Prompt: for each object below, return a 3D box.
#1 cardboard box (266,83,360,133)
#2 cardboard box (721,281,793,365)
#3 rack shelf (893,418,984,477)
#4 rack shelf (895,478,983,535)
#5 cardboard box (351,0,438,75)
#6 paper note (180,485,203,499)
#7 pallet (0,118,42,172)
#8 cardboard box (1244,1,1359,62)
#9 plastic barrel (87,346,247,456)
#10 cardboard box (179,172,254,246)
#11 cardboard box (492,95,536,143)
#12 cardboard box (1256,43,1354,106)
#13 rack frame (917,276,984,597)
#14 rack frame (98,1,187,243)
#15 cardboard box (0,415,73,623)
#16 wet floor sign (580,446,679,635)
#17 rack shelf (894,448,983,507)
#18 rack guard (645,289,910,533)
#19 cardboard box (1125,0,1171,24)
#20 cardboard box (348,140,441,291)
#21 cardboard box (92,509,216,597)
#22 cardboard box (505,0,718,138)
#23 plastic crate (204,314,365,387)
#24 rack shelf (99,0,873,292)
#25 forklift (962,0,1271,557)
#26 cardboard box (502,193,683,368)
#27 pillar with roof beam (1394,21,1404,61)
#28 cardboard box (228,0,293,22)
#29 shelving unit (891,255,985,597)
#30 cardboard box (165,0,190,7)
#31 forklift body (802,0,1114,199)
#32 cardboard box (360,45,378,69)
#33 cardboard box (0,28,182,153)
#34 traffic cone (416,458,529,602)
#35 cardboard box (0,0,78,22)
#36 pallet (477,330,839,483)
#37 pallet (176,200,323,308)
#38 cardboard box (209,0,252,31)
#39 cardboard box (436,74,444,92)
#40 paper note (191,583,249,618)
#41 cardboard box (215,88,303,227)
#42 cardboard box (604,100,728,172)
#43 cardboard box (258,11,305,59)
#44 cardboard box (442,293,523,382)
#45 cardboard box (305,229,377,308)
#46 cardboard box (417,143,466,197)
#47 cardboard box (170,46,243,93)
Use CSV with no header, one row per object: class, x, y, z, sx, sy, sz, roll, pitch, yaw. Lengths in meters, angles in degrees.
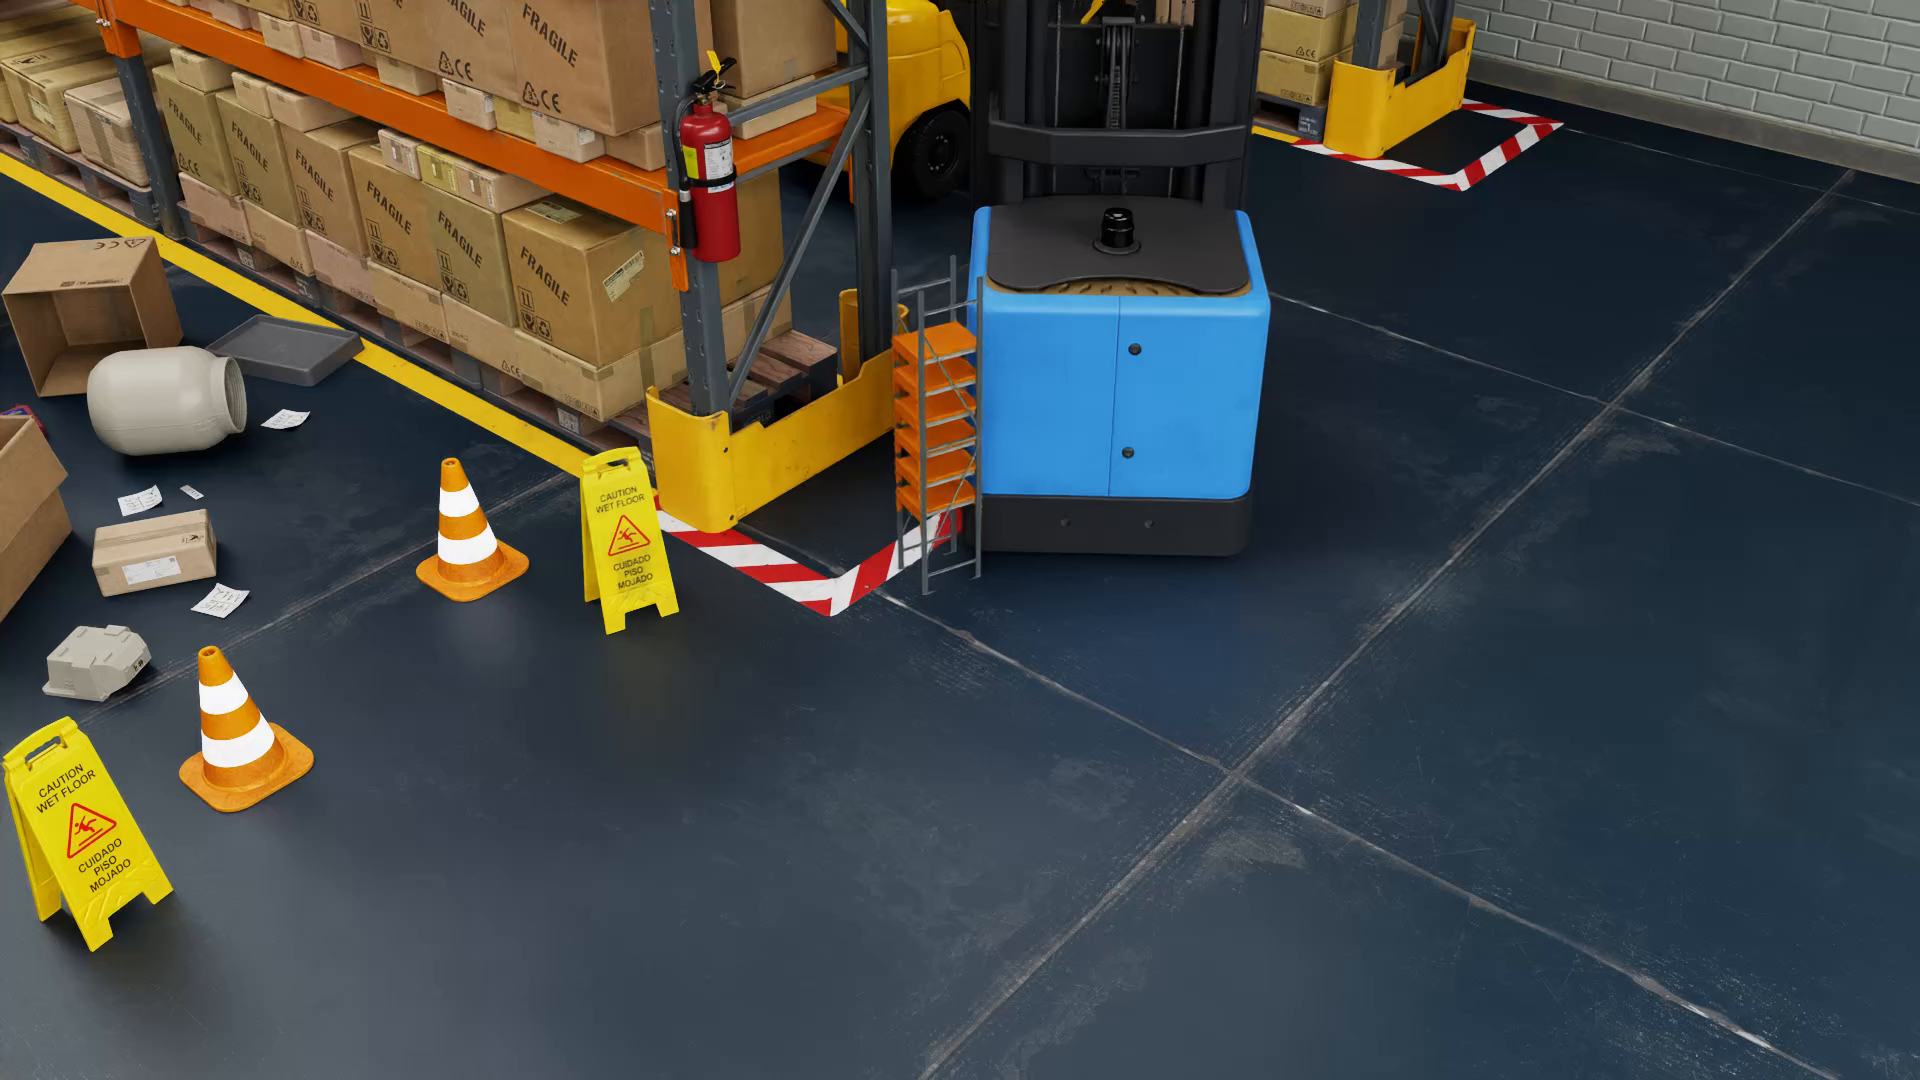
cardboard box,-2.759,-1.916,7.212,0.250,0.149,0.380,28,43,34
cardboard box,-1.071,-0.987,7.096,0.500,0.250,0.500,25,42,31
rack shelf,-0.075,-0.334,5.755,0.258,0.103,0.180,-18,38,-24
rack shelf,-0.075,-0.136,5.891,0.258,0.103,0.180,-18,38,-24
cardboard box,-1.986,-2.142,6.368,0.500,0.500,0.500,25,42,32
paper note,-3.010,-0.187,6.514,0.123,0.001,0.032,25,42,32
pallet,-5.243,-2.557,9.787,1.213,0.211,1.003,25,42,32
cardboard box,1.971,-2.982,9.559,0.500,0.250,0.500,25,41,31
plastic barrel,-3.184,-0.562,6.695,0.512,0.421,0.421,-6,35,-8
cardboard box,-3.422,-1.692,8.122,0.500,0.250,0.500,23,41,30
cardboard box,-1.501,-1.619,6.180,0.250,0.149,0.380,24,41,31
cardboard box,1.982,-2.768,9.689,0.500,0.250,0.500,26,42,32
rack frame,-0.030,-0.326,5.664,0.240,1.200,0.006,-18,38,-24
rack frame,-3.702,-2.984,7.945,0.127,3.000,1.000,25,42,32
cardboard box,-3.598,-0.041,5.865,0.637,0.503,0.797,0,34,0
wet floor sign,-1.167,-0.030,5.724,0.267,0.644,0.232,-18,38,-25
rack shelf,-0.075,-0.235,5.823,0.258,0.103,0.180,-18,38,-24
rack guard,-0.687,-0.532,6.583,0.348,0.500,1.175,25,42,32
cardboard box,1.182,-3.346,10.089,0.500,0.250,0.500,24,41,31
cardboard box,-2.197,-1.434,7.084,0.500,0.500,0.500,24,41,31
cardboard box,-2.927,0.045,6.054,0.380,0.149,0.250,-12,36,-17
cardboard box,-1.222,-1.775,5.835,0.500,0.500,0.500,24,41,31
plastic crate,-3.020,-0.855,7.424,0.583,0.080,0.402,12,36,16
rack shelf,-2.165,-1.963,7.094,4.000,0.370,1.077,25,42,32
forklift,0.590,-1.954,6.507,1.130,2.935,3.031,1,35,2
cardboard box,-1.411,-1.060,6.540,0.500,0.500,0.500,26,42,32
pillar with roof beam,-0.168,-4.940,5.495,0.400,9.000,9.100,25,42,32
cardboard box,-2.764,-2.508,6.901,0.500,0.500,0.500,25,42,31
shelving unit,-0.075,-0.371,5.730,0.258,1.200,0.189,-18,38,-24
cardboard box,-3.438,-2.558,7.546,0.250,0.149,0.380,27,43,33
forklift body,-0.080,-3.239,9.067,1.214,2.155,2.313,25,42,32
cardboard box,-2.215,-2.036,6.787,0.250,0.149,0.380,25,42,32
cardboard box,-4.662,-2.521,9.222,0.625,0.372,0.950,28,43,34
traffic cone,-1.784,-0.084,5.963,0.334,0.463,0.336,25,42,32
cardboard box,-5.776,-3.050,9.991,0.625,0.372,0.950,24,41,31
pallet,-1.288,-0.723,7.116,1.213,0.211,1.003,25,42,32
pallet,-3.163,-1.606,8.403,1.213,0.211,1.003,25,42,32
cardboard box,-3.047,-2.370,7.273,0.250,0.149,0.380,27,43,33
cardboard box,-1.826,-1.853,6.521,0.250,0.149,0.380,26,42,32
paper note,-2.628,0.213,5.913,0.142,0.019,0.148,12,36,16
cardboard box,-3.003,-1.813,7.635,0.500,0.500,0.500,27,43,34
cardboard box,-1.052,-1.474,5.968,0.250,0.149,0.380,27,43,33
cardboard box,-2.688,-2.159,6.966,0.250,0.149,0.380,25,42,32
cardboard box,-1.815,-0.941,7.029,0.500,0.250,0.500,25,42,32
cardboard box,-2.595,-1.313,7.570,0.500,0.250,0.500,25,41,31
cardboard box,-1.927,-1.524,6.642,0.250,0.149,0.380,26,42,33
cardboard box,-3.364,-2.197,7.622,0.250,0.149,0.380,26,42,32
